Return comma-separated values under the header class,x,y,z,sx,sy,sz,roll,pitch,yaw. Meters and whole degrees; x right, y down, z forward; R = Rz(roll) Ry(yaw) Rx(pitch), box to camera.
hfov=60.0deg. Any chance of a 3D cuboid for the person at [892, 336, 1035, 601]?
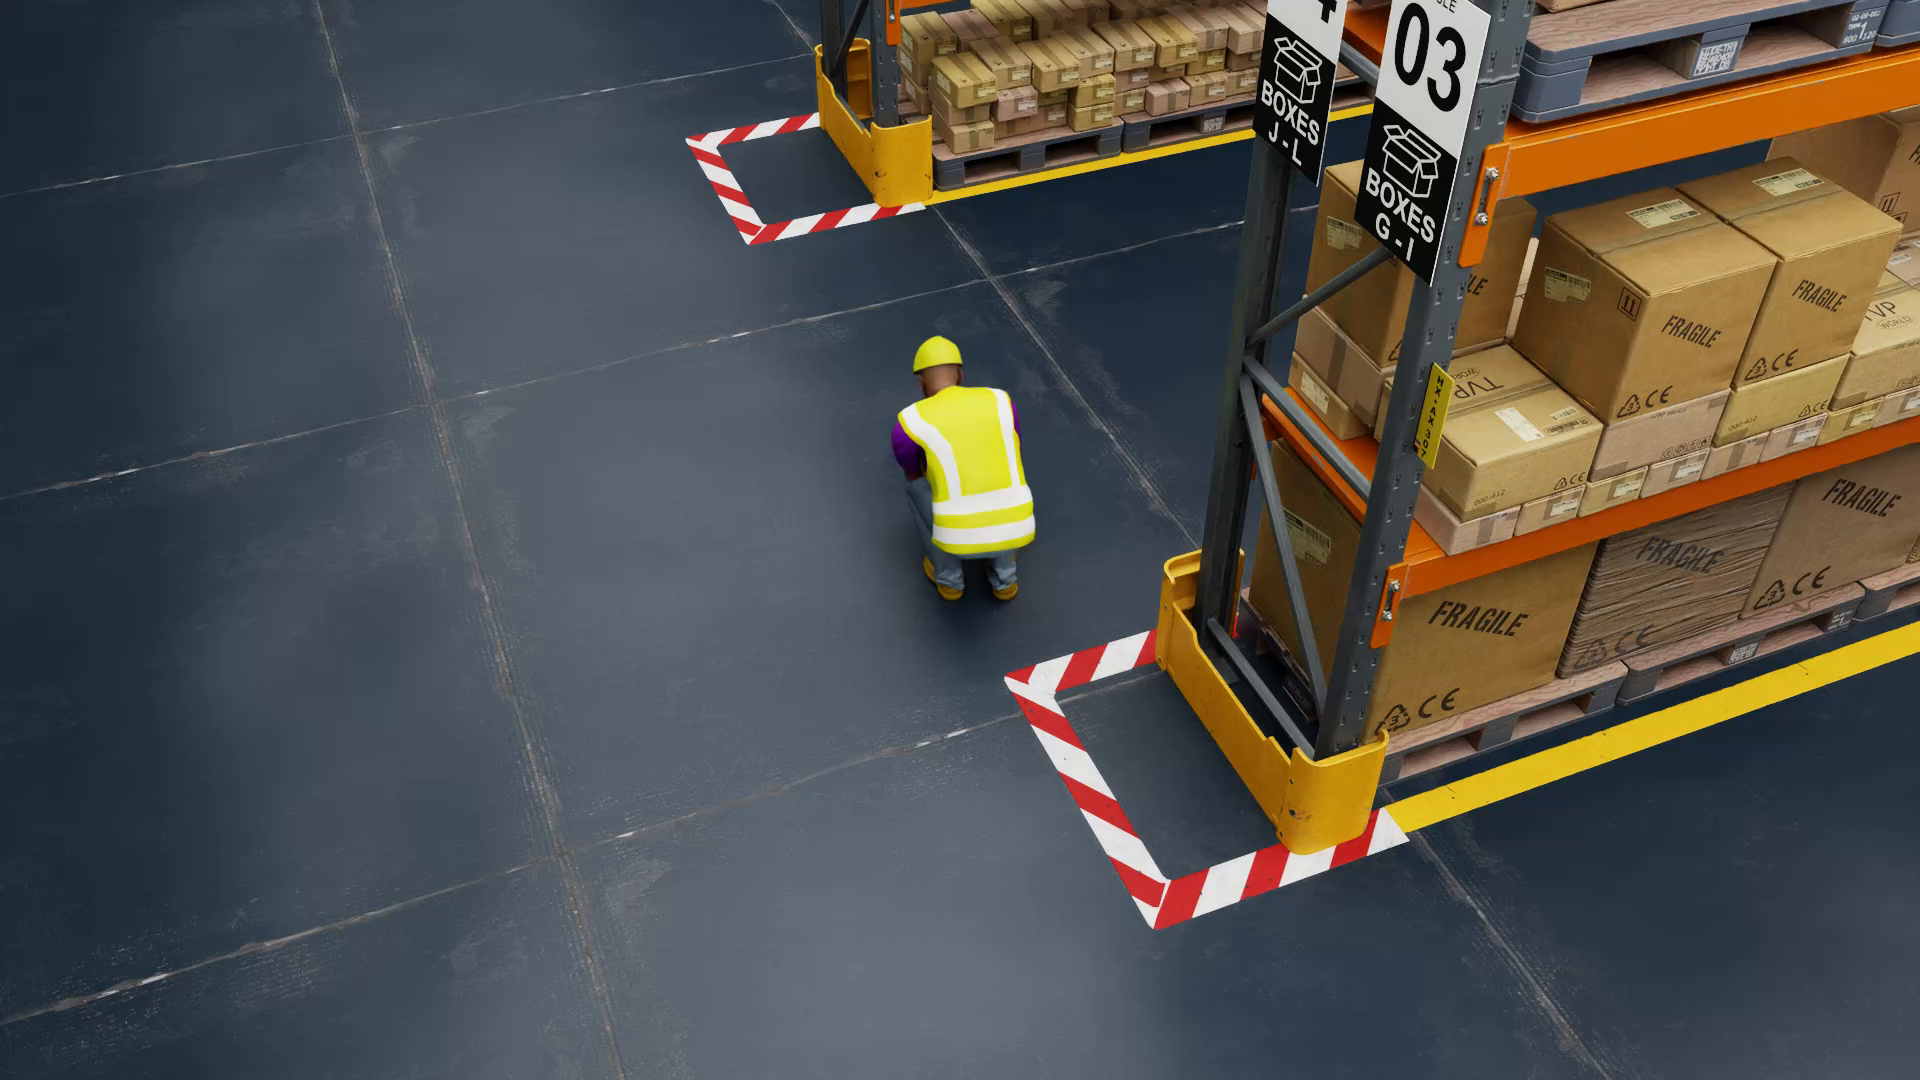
class,x,y,z,sx,sy,sz,roll,pitch,yaw
person,0.005,-0.262,6.997,0.564,1.036,0.827,-9,42,-9
